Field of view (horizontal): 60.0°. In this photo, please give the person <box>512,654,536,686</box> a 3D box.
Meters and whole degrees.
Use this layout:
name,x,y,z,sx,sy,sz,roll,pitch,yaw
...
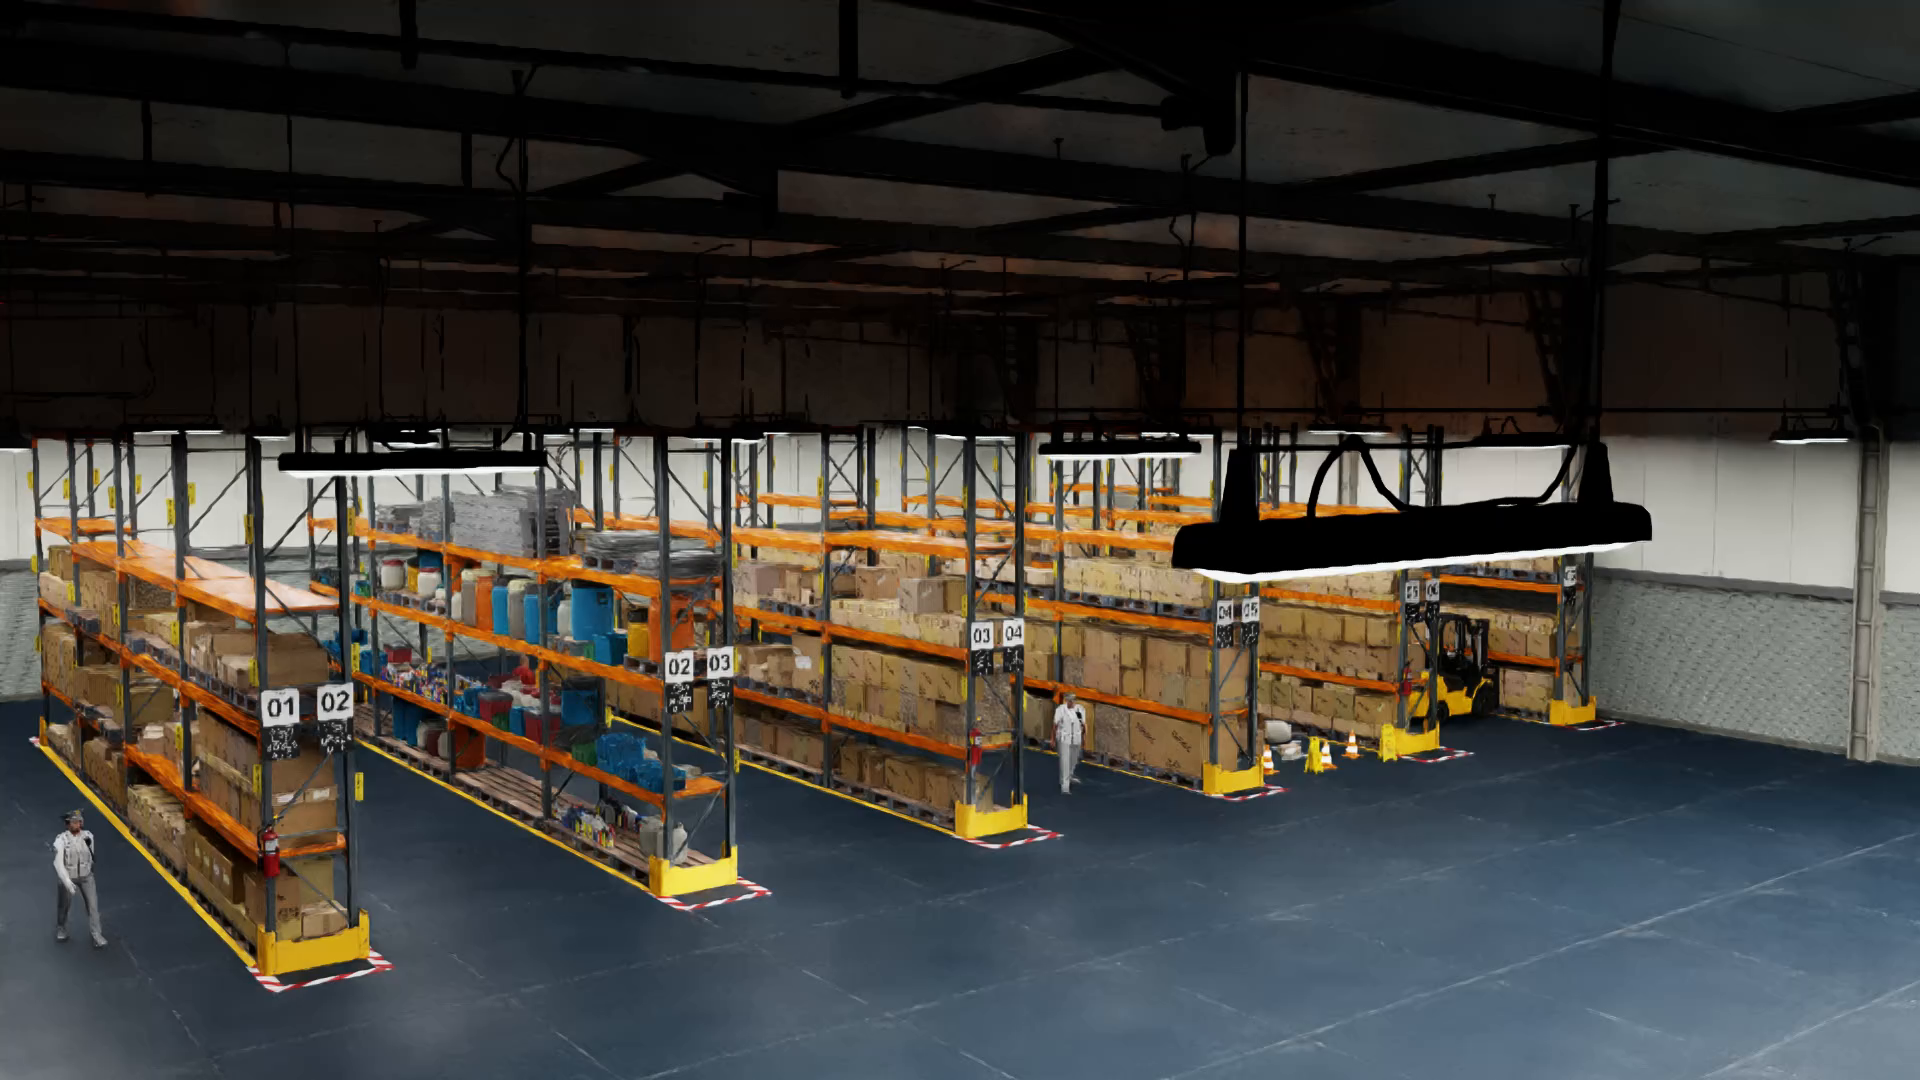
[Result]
name,x,y,z,sx,sy,sz,roll,pitch,yaw
person,-8.145,3.001,31.211,0.619,1.732,0.479,3,5,33

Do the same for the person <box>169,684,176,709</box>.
name,x,y,z,sx,sy,sz,roll,pitch,yaw
person,-16.385,2.726,34.072,0.434,1.731,0.601,0,4,-3

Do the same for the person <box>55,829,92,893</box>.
name,x,y,z,sx,sy,sz,roll,pitch,yaw
person,-10.403,3.776,19.597,0.406,0.731,0.509,-4,6,-44

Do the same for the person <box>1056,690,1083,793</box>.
name,x,y,z,sx,sy,sz,roll,pitch,yaw
person,1.838,3.310,27.661,0.537,1.701,0.978,-1,5,-15

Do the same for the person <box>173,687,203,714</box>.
name,x,y,z,sx,sy,sz,roll,pitch,yaw
person,-13.903,3.140,30.100,0.719,1.678,0.442,-4,6,-41
